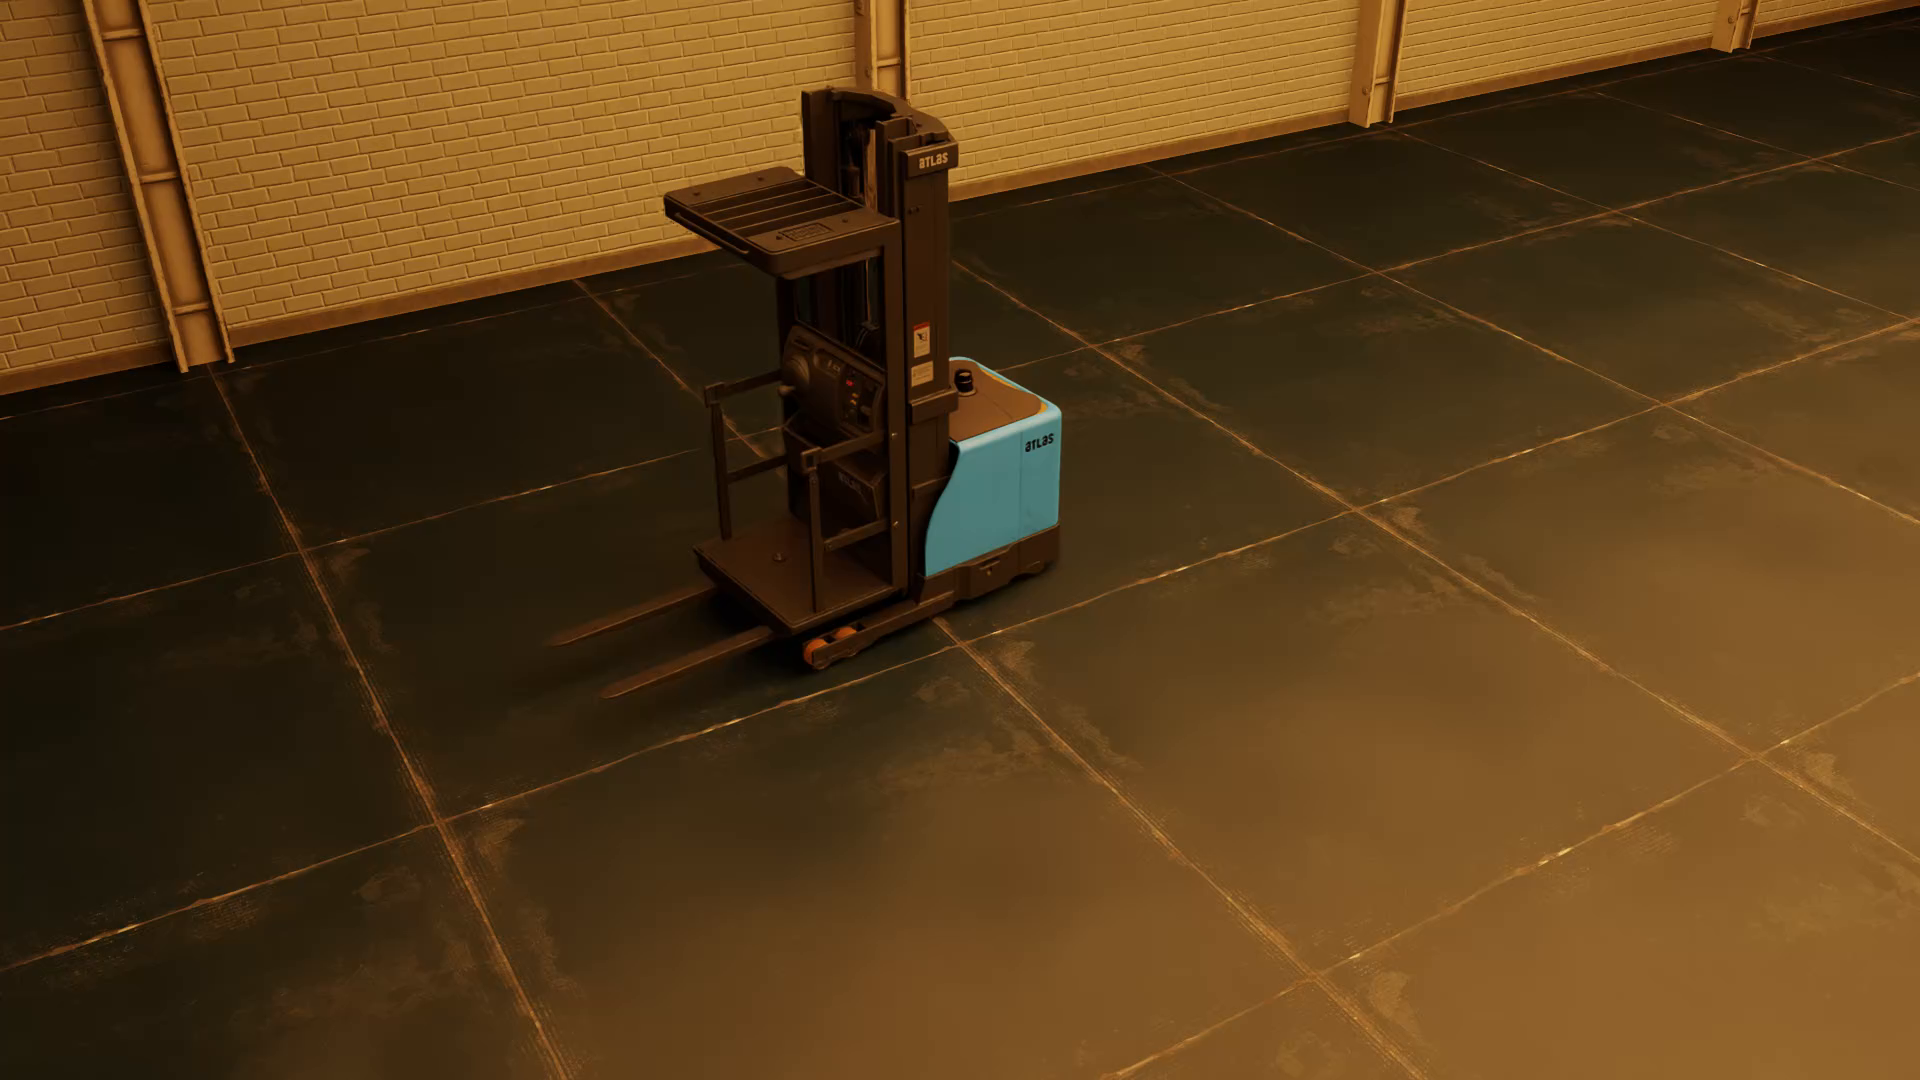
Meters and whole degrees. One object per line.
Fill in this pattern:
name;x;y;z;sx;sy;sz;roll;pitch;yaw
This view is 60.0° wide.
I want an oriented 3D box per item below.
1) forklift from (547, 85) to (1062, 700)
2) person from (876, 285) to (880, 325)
forklift;-0.867;-0.843;9.054;3.031;2.935;1.130;-21;37;-31
person;-0.247;-1.147;10.750;0.467;1.665;0.855;-12;33;-19
